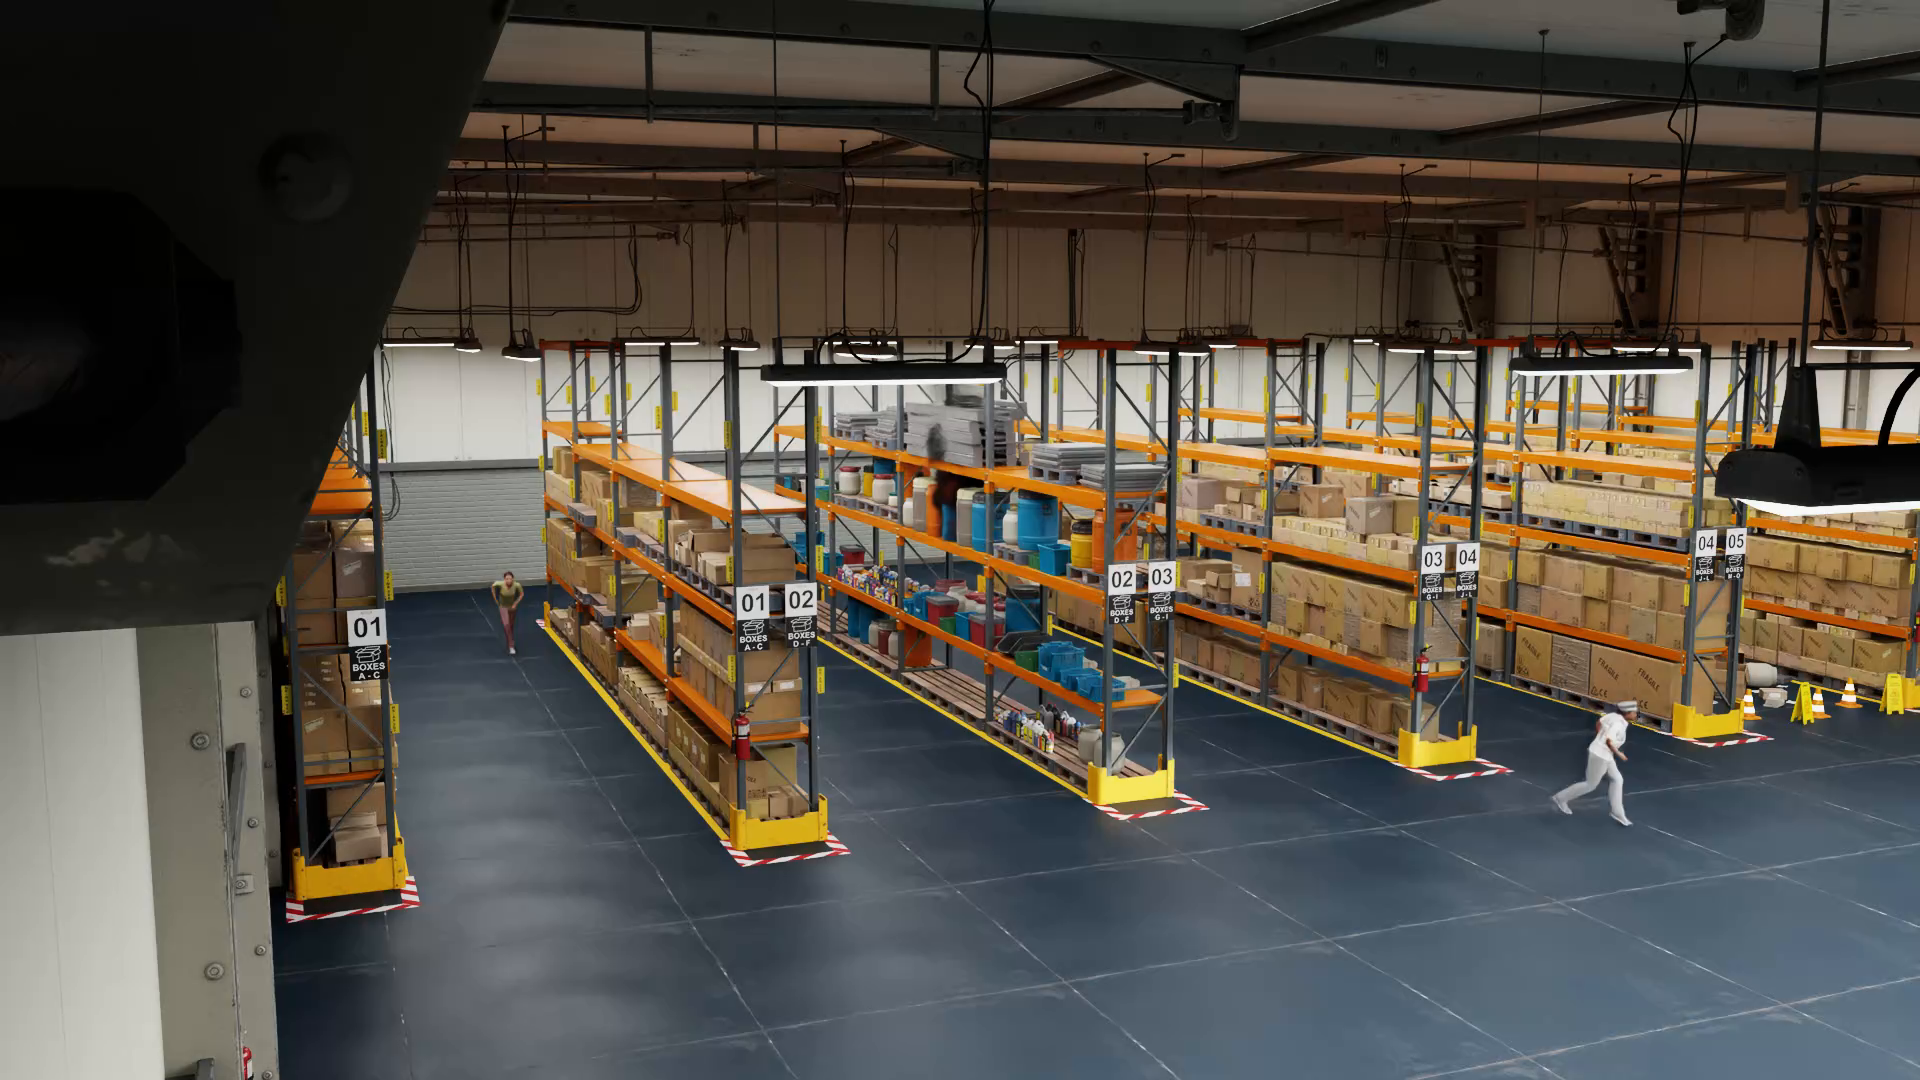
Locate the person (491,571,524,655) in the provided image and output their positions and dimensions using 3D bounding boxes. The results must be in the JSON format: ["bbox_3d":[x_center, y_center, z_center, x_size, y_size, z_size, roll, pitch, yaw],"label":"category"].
[{"bbox_3d":[-8.778,1.366,32.310,0.615,1.625,1.003,-2,8,-16],"label":"person"}]

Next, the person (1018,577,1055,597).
[{"bbox_3d":[1.494,1.215,32.533,0.651,1.688,0.971,-4,9,-30],"label":"person"}]

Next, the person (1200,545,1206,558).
[{"bbox_3d":[6.062,0.158,41.554,0.609,1.585,0.602,2,8,13],"label":"person"}]

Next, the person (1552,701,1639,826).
[{"bbox_3d":[8.090,2.821,21.193,0.981,1.627,0.610,2,8,13],"label":"person"}]
